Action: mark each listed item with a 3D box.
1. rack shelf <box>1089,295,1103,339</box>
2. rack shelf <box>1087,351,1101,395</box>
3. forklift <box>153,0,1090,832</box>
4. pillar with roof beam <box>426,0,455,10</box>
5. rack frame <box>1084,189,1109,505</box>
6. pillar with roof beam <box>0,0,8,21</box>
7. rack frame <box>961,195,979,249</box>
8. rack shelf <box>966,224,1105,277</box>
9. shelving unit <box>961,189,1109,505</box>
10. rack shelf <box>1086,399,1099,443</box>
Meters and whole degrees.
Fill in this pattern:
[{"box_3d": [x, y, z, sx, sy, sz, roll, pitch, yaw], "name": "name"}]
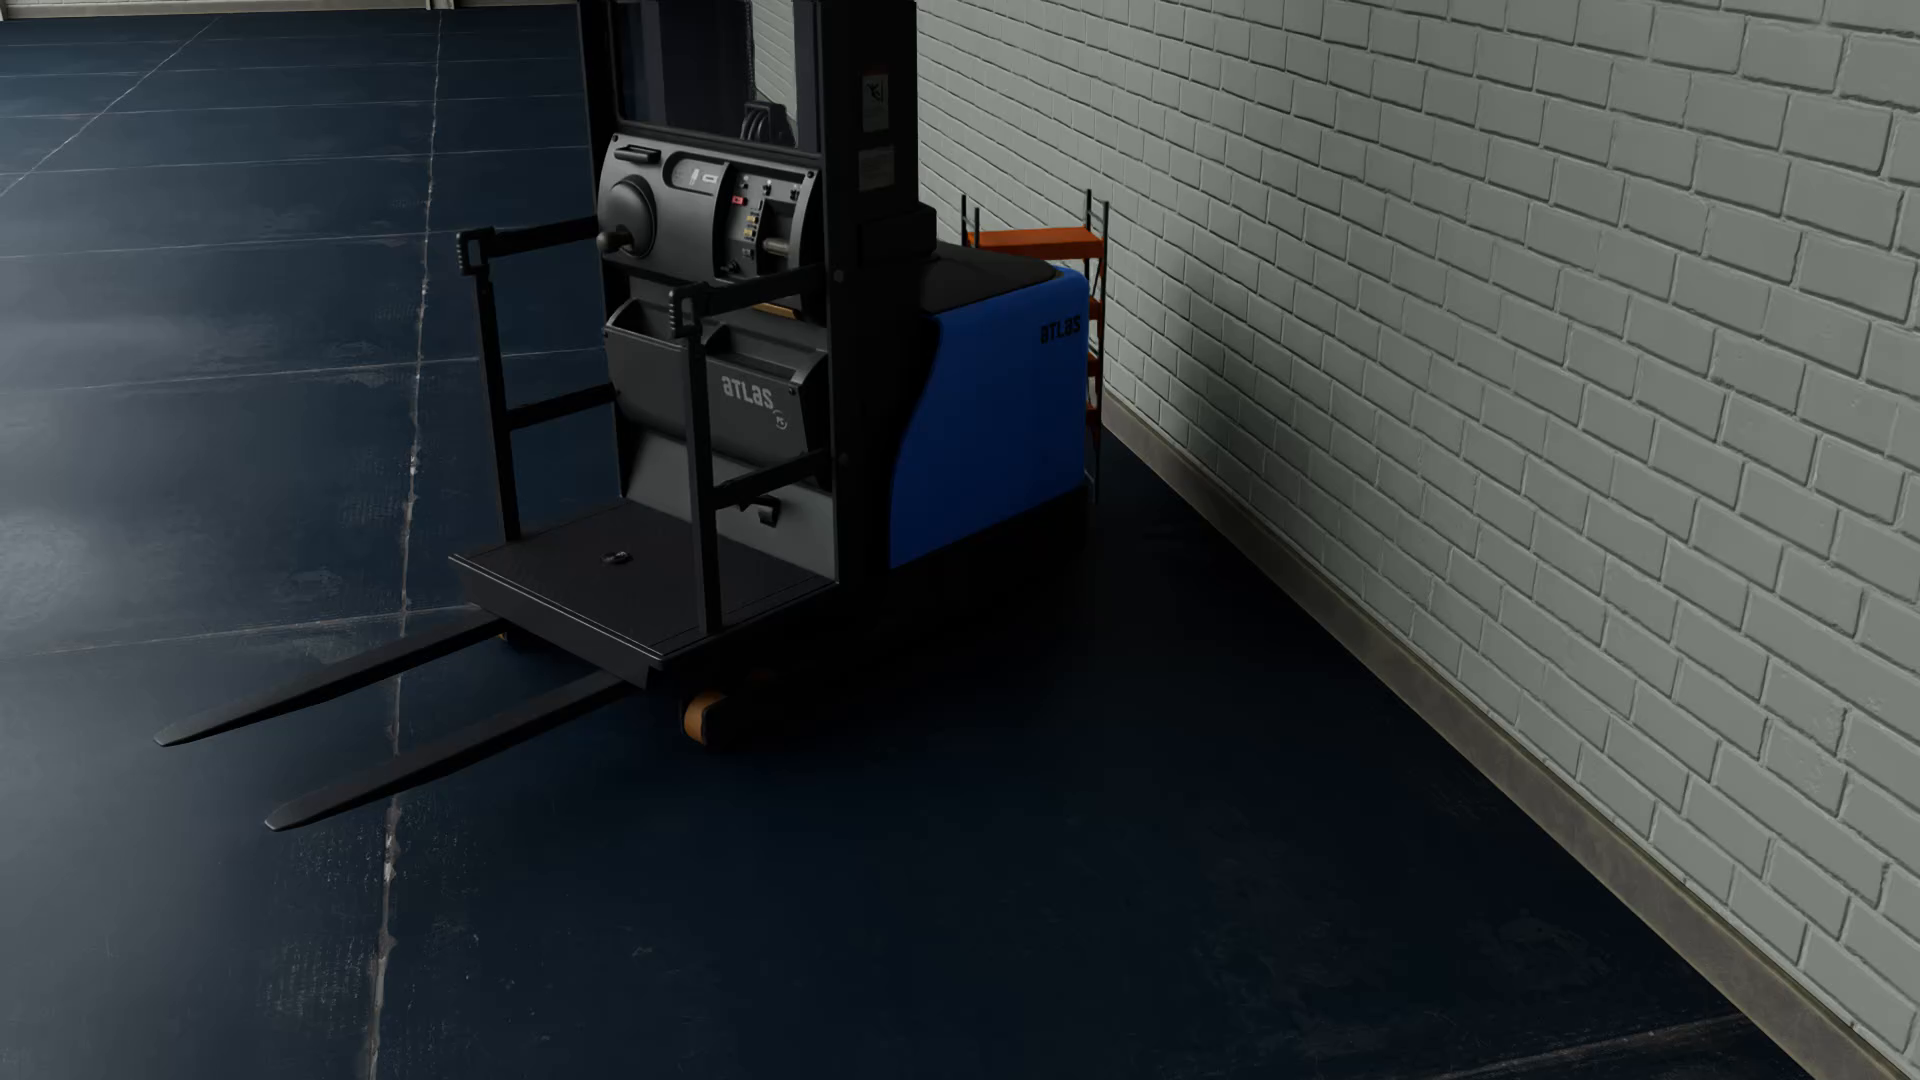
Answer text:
[{"box_3d": [0.275, -0.858, 6.332, 0.480, 0.148, 0.258, -5, 24, -12], "name": "rack shelf"}, {"box_3d": [0.275, -0.653, 6.421, 0.480, 0.148, 0.258, -5, 24, -12], "name": "rack shelf"}, {"box_3d": [-0.900, -0.968, 4.788, 1.130, 2.935, 3.031, 20, 30, 38], "name": "forklift"}, {"box_3d": [-6.496, -10.346, 18.949, 0.400, 9.000, 9.100, -6, 24, -14], "name": "pillar with roof beam"}, {"box_3d": [0.513, -0.736, 6.443, 0.015, 1.200, 0.240, -5, 24, -12], "name": "rack frame"}, {"box_3d": [-12.273, -9.707, 17.460, 0.400, 9.000, 9.100, -6, 24, -14], "name": "pillar with roof beam"}, {"box_3d": [0.037, -0.694, 6.345, 0.015, 1.200, 0.240, -5, 24, -12], "name": "rack frame"}, {"box_3d": [0.275, -1.076, 6.239, 0.480, 0.148, 0.258, -5, 24, -12], "name": "rack shelf"}, {"box_3d": [0.275, -0.715, 6.394, 0.503, 1.200, 0.258, -5, 24, -12], "name": "shelving unit"}, {"box_3d": [0.275, -0.470, 6.499, 0.480, 0.148, 0.258, -5, 24, -12], "name": "rack shelf"}]
